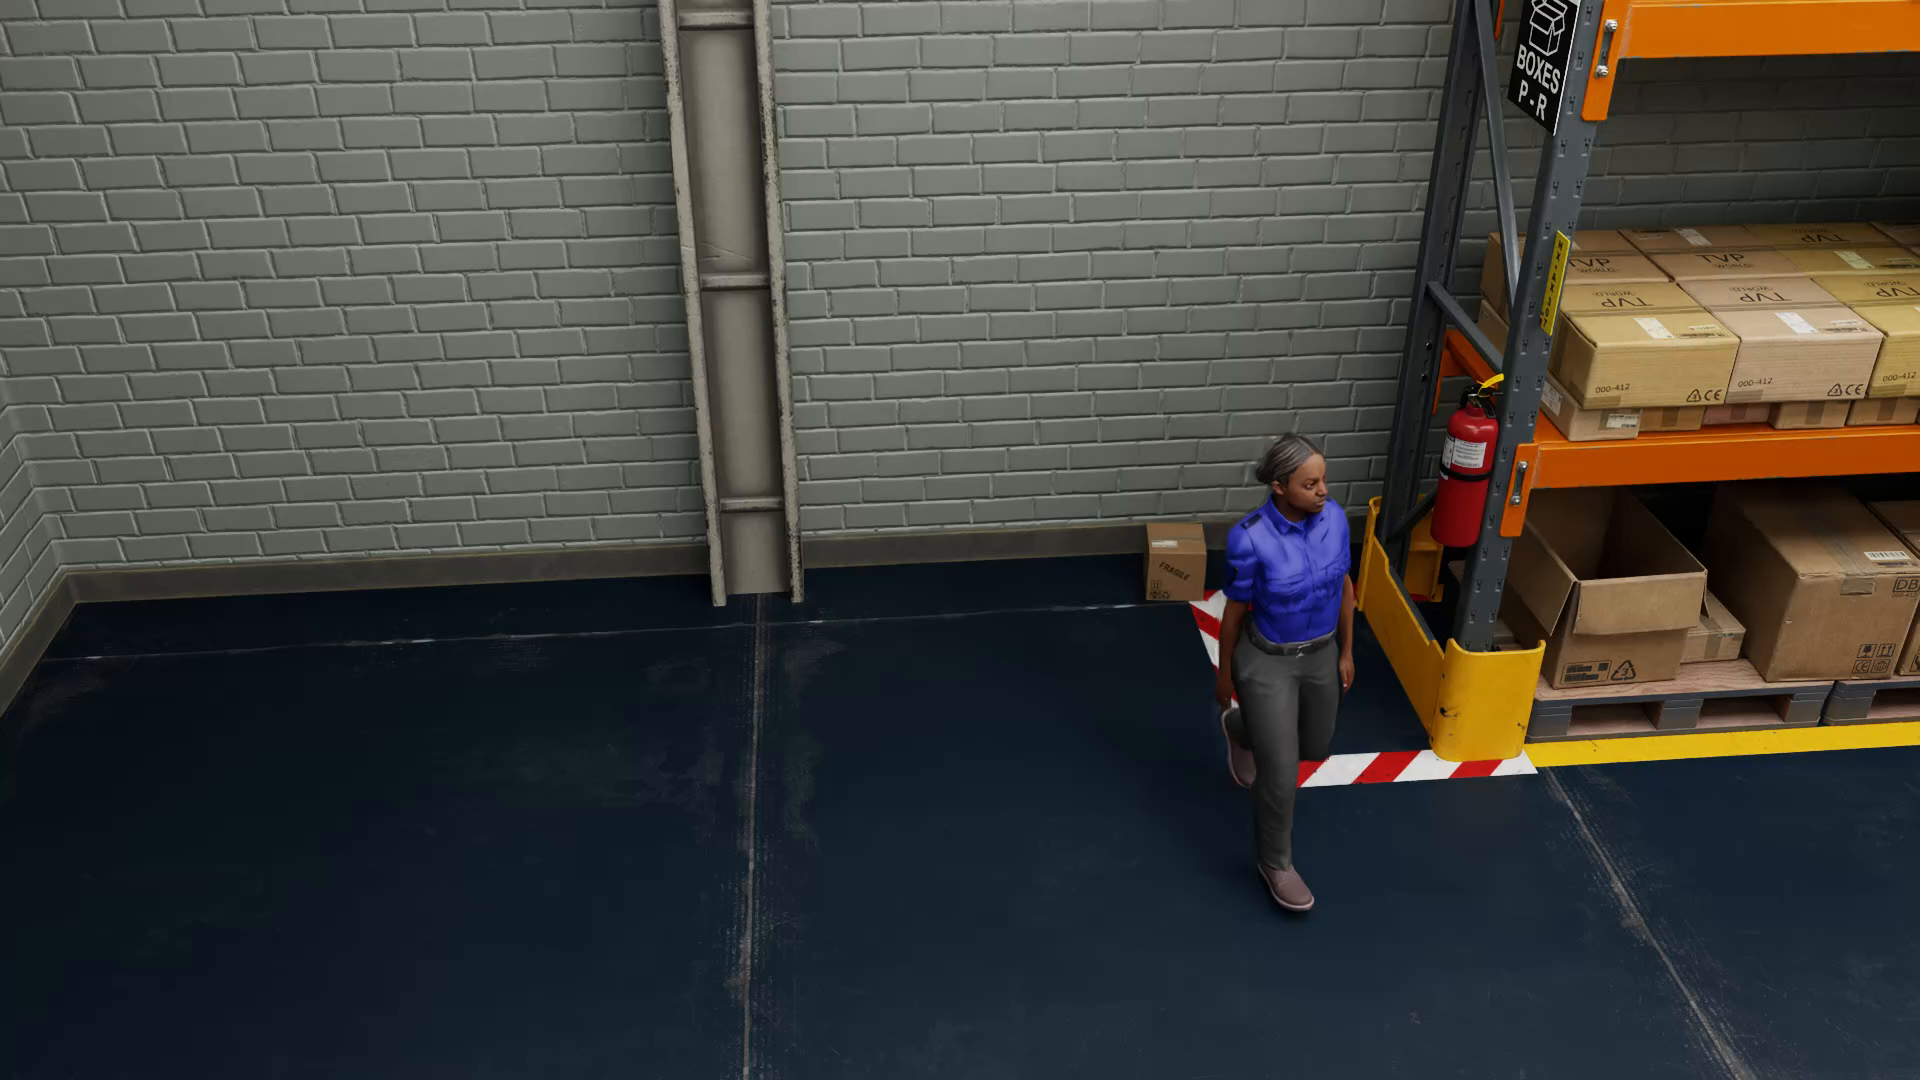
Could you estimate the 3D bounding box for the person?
[{"bbox_3d":[1.064,0.385,5.493,0.466,1.609,0.771,-13,34,-21],"label":"person"}]
